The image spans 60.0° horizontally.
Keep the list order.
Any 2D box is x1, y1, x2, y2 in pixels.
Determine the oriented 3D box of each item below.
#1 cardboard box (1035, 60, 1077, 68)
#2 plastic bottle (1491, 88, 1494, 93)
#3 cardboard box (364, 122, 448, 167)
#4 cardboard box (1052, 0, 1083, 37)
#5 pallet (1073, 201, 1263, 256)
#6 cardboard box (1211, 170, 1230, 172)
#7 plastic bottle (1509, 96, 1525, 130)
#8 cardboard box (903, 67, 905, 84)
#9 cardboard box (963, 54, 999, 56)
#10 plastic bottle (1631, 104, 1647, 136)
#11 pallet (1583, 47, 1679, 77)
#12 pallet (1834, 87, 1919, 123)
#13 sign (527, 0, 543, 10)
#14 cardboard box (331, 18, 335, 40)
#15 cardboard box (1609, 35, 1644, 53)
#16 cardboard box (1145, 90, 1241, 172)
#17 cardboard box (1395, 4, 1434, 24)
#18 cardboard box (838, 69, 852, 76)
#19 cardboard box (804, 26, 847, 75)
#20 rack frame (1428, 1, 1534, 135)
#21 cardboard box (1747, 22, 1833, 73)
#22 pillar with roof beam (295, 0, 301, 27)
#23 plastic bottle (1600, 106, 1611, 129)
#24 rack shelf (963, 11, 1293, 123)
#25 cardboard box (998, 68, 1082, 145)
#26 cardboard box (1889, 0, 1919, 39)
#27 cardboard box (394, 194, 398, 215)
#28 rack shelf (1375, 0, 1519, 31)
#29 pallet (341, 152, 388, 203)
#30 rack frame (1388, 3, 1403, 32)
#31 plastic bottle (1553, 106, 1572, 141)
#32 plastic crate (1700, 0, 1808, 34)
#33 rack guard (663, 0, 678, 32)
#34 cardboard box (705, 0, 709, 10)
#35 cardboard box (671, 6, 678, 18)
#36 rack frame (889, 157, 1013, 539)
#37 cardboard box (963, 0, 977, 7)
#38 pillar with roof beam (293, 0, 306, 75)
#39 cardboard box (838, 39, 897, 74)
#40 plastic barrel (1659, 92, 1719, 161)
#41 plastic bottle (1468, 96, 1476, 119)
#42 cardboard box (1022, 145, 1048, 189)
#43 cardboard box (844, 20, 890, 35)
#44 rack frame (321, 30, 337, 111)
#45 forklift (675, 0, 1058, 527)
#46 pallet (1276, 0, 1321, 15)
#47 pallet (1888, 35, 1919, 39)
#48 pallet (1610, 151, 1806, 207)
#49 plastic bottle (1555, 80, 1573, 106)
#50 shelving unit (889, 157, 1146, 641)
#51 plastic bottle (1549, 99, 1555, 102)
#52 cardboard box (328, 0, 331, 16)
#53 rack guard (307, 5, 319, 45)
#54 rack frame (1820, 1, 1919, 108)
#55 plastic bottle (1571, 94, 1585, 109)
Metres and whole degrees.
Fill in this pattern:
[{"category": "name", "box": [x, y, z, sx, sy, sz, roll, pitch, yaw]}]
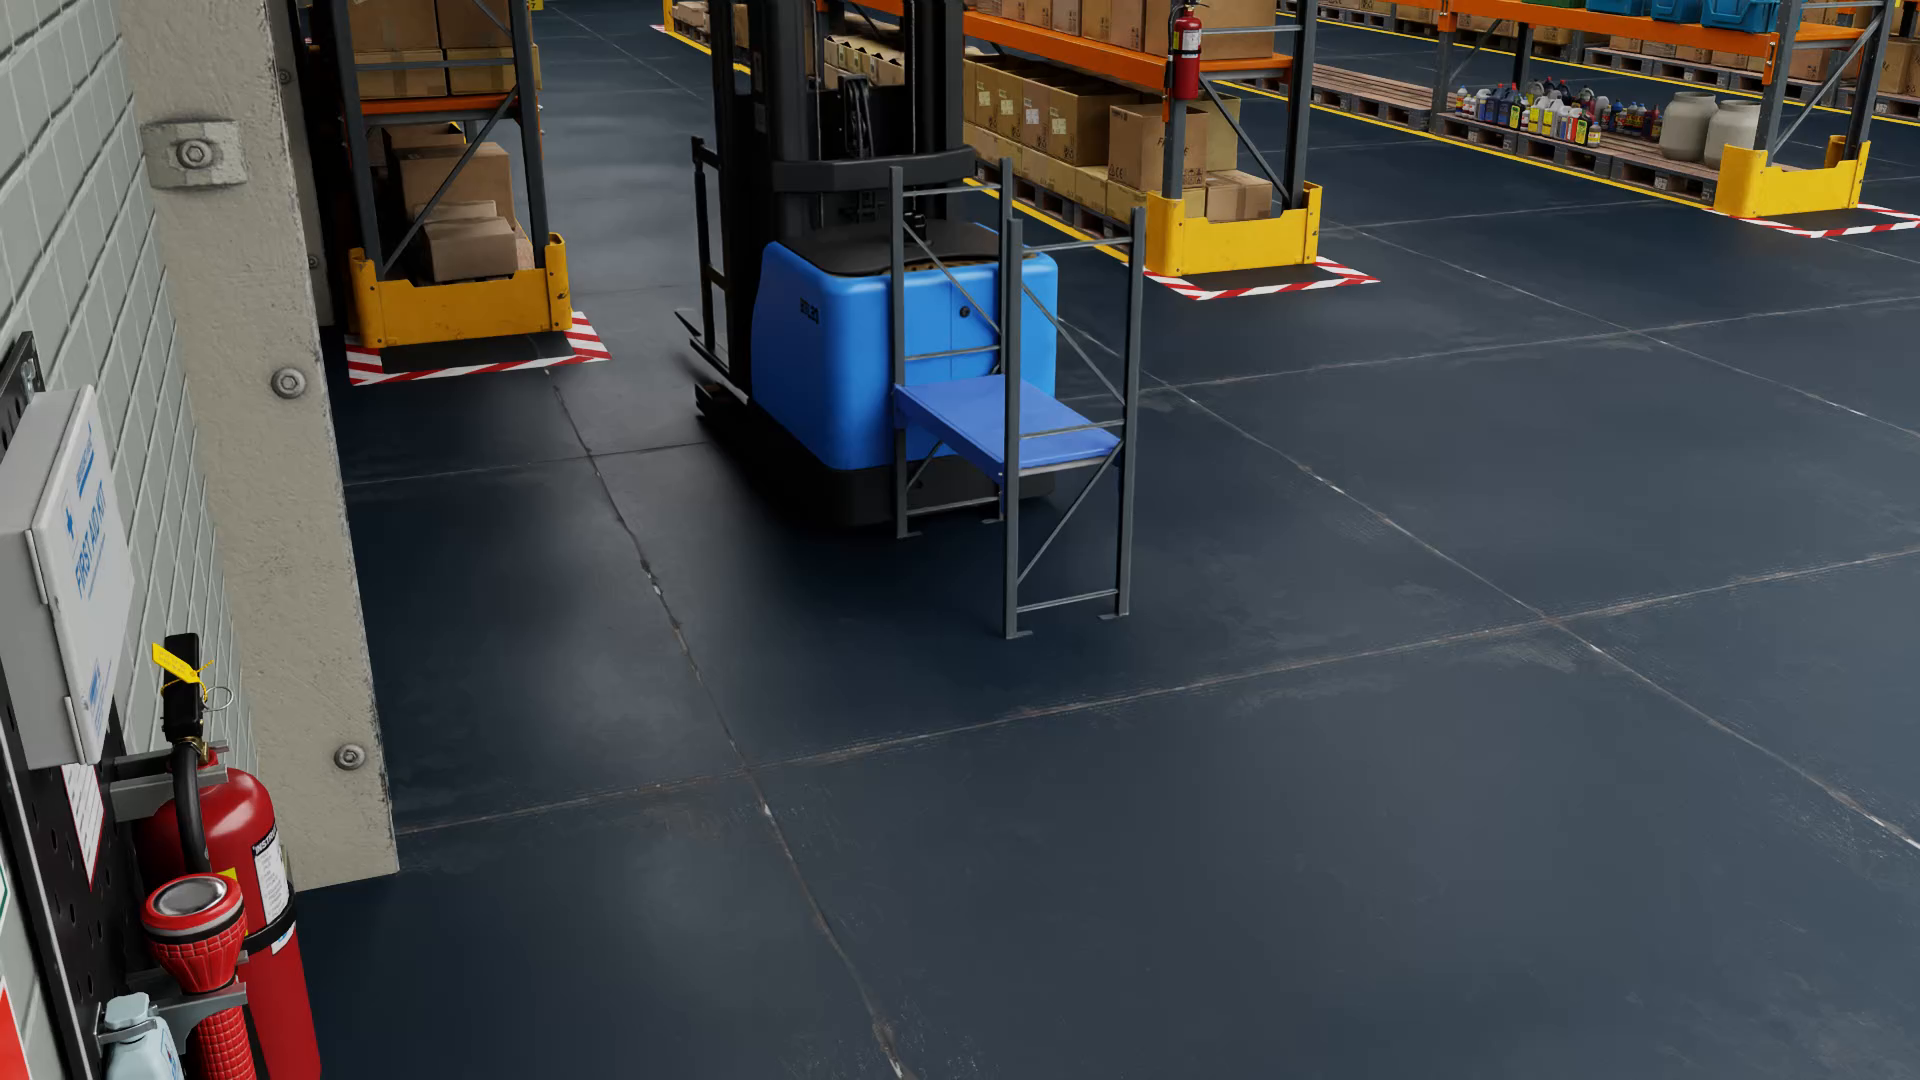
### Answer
[{"category": "cardboard box", "box": [0.928, -3.646, 13.589, 0.500, 0.500, 0.500, -8, 24, -19]}, {"category": "plastic bottle", "box": [4.971, -4.050, 15.445, 0.061, 0.283, 0.133, -8, 24, -19]}, {"category": "cardboard box", "box": [-4.515, -3.331, 13.459, 0.700, 0.500, 0.500, -7, 24, -17]}, {"category": "cardboard box", "box": [1.105, -4.022, 12.319, 0.700, 0.500, 0.500, -8, 24, -17]}, {"category": "pallet", "box": [1.498, -2.230, 11.785, 1.003, 0.211, 1.213, -8, 24, -19]}, {"category": "cardboard box", "box": [1.646, -2.575, 12.015, 0.500, 0.250, 0.500, -8, 24, -19]}, {"category": "plastic bottle", "box": [5.012, -3.841, 14.948, 0.061, 0.283, 0.133, -7, 24, -17]}, {"category": "cardboard box", "box": [-0.207, -4.177, 15.092, 0.500, 0.311, 0.500, -8, 24, -18]}, {"category": "cardboard box", "box": [0.125, -4.436, 15.706, 0.500, 0.311, 0.500, -9, 25, -21]}, {"category": "plastic bottle", "box": [5.972, -3.692, 14.611, 0.097, 0.271, 0.097, 0, 23, 0]}, {"category": "pallet", "box": [8.525, -5.938, 20.583, 1.003, 0.211, 1.213, -8, 24, -19]}, {"category": "pallet", "box": [9.933, -4.530, 17.242, 1.003, 0.211, 1.213, -8, 24, -19]}, {"category": "sign", "box": [-2.318, -3.035, 8.991, 0.100, 0.325, 0.005, -8, 24, -19]}, {"category": "cardboard box", "box": [-4.080, -3.572, 11.547, 0.500, 0.250, 0.500, -9, 25, -21]}, {"category": "cardboard box", "box": [8.505, -6.317, 20.545, 0.700, 0.500, 0.500, -10, 25, -22]}, {"category": "cardboard box", "box": [1.647, -2.921, 11.870, 0.500, 0.500, 0.500, -8, 24, -19]}, {"category": "cardboard box", "box": [7.082, -7.945, 23.950, 1.225, 0.875, 0.875, -8, 24, -19]}, {"category": "cardboard box", "box": [-0.930, -4.663, 16.967, 0.500, 0.250, 0.500, -9, 24, -20]}, {"category": "cardboard box", "box": [-1.569, -5.508, 18.624, 0.500, 0.500, 0.500, -7, 24, -17]}, {"category": "rack frame", "box": [5.029, -5.374, 15.655, 1.000, 3.000, 0.127, -8, 24, -19]}, {"category": "cardboard box", "box": [9.315, -5.507, 18.621, 0.700, 0.500, 0.500, -8, 24, -19]}, {"category": "pillar with roof beam", "box": [-6.214, -12.593, 25.057, 9.100, 9.000, 0.400, -8, 24, -19]}, {"category": "plastic bottle", "box": [5.829, -3.807, 14.974, 0.097, 0.201, 0.097, 0, 23, 0]}, {"category": "rack shelf", "box": [1.101, -3.638, 12.462, 1.077, 0.370, 4.000, -8, 24, -19]}, {"category": "cardboard box", "box": [0.618, -3.393, 12.989, 0.500, 0.500, 0.500, -8, 24, -19]}, {"category": "cardboard box", "box": [13.057, -7.074, 22.045, 1.050, 0.750, 0.750, -9, 24, -20]}, {"category": "cardboard box", "box": [-3.693, -2.320, 11.513, 0.380, 0.149, 0.250, -10, 25, -23]}, {"category": "rack shelf", "box": [4.323, -5.769, 17.519, 1.077, 0.370, 4.000, -8, 24, -19]}, {"category": "pallet", "box": [-4.515, -3.013, 13.642, 1.003, 0.211, 1.213, -8, 24, -19]}, {"category": "rack frame", "box": [6.837, -8.961, 24.164, 1.000, 3.000, 0.127, -8, 24, -19]}, {"category": "plastic bottle", "box": [5.271, -3.621, 14.437, 0.152, 0.276, 0.135, -9, 24, -20]}, {"category": "plastic crate", "box": [5.986, -3.993, 12.570, 0.499, 0.251, 0.616, -8, 24, -19]}, {"category": "rack guard", "box": [-3.818, -7.877, 24.811, 1.175, 0.500, 0.348, -8, 24, -19]}, {"category": "cardboard box", "box": [-3.101, -7.337, 22.960, 0.797, 0.503, 0.637, -8, 24, -19]}, {"category": "cardboard box", "box": [-4.019, -7.746, 24.386, 0.380, 0.149, 0.250, -8, 24, -19]}, {"category": "rack frame", "box": [-0.032, -0.738, 6.587, 0.500, 1.500, 0.032, -10, 25, -22]}, {"category": "cardboard box", "box": [0.179, -4.800, 14.485, 0.500, 0.250, 0.500, -7, 24, -16]}, {"category": "pillar with roof beam", "box": [-4.094, -10.412, 19.885, 9.100, 9.000, 0.400, -8, 24, -19]}, {"category": "cardboard box", "box": [-0.915, -4.914, 16.841, 0.500, 0.311, 0.500, -9, 24, -20]}, {"category": "plastic barrel", "box": [5.961, -3.379, 13.583, 0.421, 0.512, 0.421, 0, 23, 0]}, {"category": "plastic bottle", "box": [4.804, -4.038, 15.521, 0.097, 0.201, 0.097, 0, 23, 0]}, {"category": "cardboard box", "box": [0.800, -2.867, 12.705, 0.500, 0.250, 0.500, -8, 24, -19]}, {"category": "cardboard box", "box": [-1.103, -5.594, 18.829, 0.500, 0.500, 0.500, -9, 25, -21]}, {"category": "rack frame", "box": [-5.652, -5.468, 15.879, 1.000, 3.000, 0.127, -8, 24, -19]}, {"category": "forklift", "box": [-0.652, -1.942, 7.600, 1.130, 2.935, 3.031, -10, 25, -22]}, {"category": "pallet", "box": [5.779, -8.849, 27.490, 1.003, 0.211, 1.213, -8, 24, -19]}, {"category": "pallet", "box": [13.134, -6.569, 22.081, 1.003, 0.211, 1.213, -8, 24, -19]}, {"category": "pallet", "box": [6.090, -2.953, 13.501, 1.003, 0.211, 1.213, -8, 24, -19]}, {"category": "plastic bottle", "box": [5.594, -4.092, 15.457, 0.144, 0.351, 0.185, -10, 25, -22]}, {"category": "shelving unit", "box": [0.176, -0.558, 6.160, 0.538, 1.500, 1.048, -10, 25, -22]}, {"category": "plastic bottle", "box": [5.273, -3.778, 14.809, 0.152, 0.276, 0.135, -8, 24, -19]}, {"category": "cardboard box", "box": [-3.918, -3.731, 10.958, 0.500, 0.500, 0.500, -8, 24, -18]}, {"category": "rack guard", "box": [-8.487, -7.232, 23.281, 1.175, 0.500, 0.348, -8, 24, -19]}, {"category": "rack frame", "box": [9.663, -6.054, 17.268, 1.000, 3.000, 0.127, -8, 24, -19]}, {"category": "plastic bottle", "box": [5.622, -3.920, 15.137, 0.061, 0.283, 0.133, -8, 24, -19]}]
